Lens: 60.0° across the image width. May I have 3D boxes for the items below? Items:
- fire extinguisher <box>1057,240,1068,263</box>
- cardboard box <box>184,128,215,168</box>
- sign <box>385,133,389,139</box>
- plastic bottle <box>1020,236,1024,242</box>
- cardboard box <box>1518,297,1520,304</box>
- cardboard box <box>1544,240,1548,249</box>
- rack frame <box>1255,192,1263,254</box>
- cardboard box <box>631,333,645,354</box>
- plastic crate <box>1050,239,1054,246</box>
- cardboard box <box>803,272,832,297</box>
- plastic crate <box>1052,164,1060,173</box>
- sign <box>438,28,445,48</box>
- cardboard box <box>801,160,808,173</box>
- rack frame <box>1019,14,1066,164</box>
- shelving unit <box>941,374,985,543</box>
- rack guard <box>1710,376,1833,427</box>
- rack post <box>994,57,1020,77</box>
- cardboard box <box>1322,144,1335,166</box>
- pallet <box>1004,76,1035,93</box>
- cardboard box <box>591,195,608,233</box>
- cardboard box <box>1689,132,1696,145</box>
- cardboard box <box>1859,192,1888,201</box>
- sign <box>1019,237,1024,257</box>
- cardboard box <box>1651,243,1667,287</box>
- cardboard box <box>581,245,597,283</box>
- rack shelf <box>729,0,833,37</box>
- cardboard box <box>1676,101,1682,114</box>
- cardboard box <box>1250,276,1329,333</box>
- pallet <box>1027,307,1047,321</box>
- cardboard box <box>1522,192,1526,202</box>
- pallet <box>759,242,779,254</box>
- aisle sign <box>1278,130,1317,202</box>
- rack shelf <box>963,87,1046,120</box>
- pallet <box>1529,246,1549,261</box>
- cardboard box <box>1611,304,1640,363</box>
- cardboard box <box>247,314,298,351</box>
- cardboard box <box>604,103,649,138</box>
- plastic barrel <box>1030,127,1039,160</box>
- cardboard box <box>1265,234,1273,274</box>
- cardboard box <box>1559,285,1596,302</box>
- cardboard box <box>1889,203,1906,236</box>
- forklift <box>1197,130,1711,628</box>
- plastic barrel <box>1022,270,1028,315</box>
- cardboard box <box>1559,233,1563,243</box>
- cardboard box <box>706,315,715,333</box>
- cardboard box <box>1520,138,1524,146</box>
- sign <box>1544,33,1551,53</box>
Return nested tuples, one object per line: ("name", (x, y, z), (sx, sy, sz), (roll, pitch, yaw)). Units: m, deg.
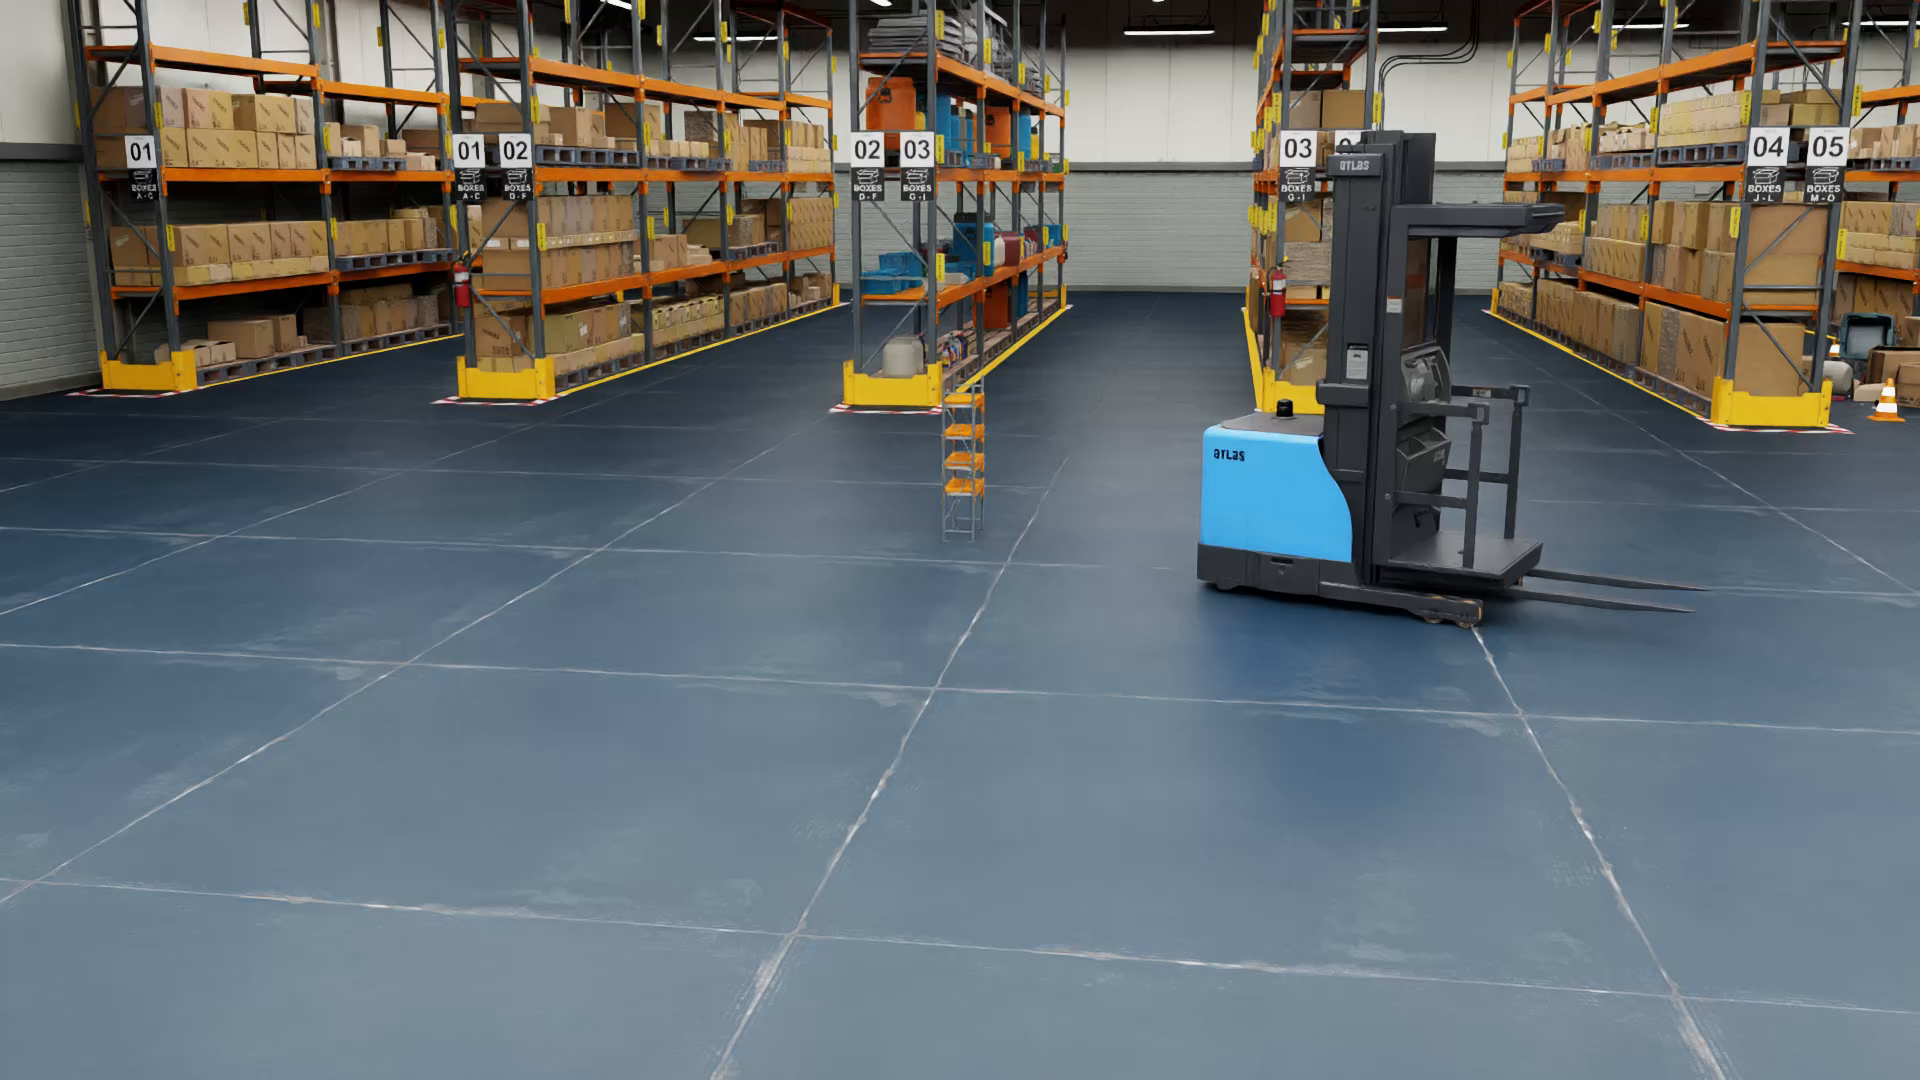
("fire extinguisher", (2.155, -6.237, 35.384), (0.296, 0.674, 0.183), (2, 12, 9))
("cardboard box", (-10.151, -5.128, 21.764), (0.500, 0.500, 0.500), (3, 12, 12))
("sign", (-9.884, -6.874, 28.734), (0.100, 0.325, 0.005), (2, 12, 9))
("plastic bottle", (1.107, -5.387, 30.485), (0.144, 0.351, 0.185), (2, 12, 9))
("cardboard box", (10.851, -4.570, 31.641), (0.380, 0.149, 0.250), (1, 12, 6))
("cardboard box", (10.136, -5.009, 28.216), (0.380, 0.149, 0.250), (2, 12, 8))
("rack frame", (5.962, -5.447, 30.651), (1.000, 3.000, 0.127), (2, 12, 9))
("cardboard box", (-4.912, -2.861, 24.181), (0.500, 0.250, 0.500), (2, 12, 9))
("plastic crate", (1.736, -6.165, 34.466), (0.396, 0.136, 0.243), (2, 12, 9))
("cardboard box", (-3.051, -5.474, 35.662), (0.500, 0.500, 0.500), (2, 12, 9))
("plastic crate", (1.813, -7.589, 33.970), (0.450, 0.188, 0.336), (2, 12, 9))
("sign", (-8.799, -8.509, 28.210), (0.100, 0.325, 0.005), (2, 12, 9))
("cardboard box", (-3.348, -7.463, 33.241), (0.500, 0.250, 0.500), (2, 12, 9))
("rack frame", (1.683, -9.373, 34.627), (1.000, 3.000, 0.127), (2, 12, 9))
("shelving unit", (0.025, -0.621, 12.527), (0.258, 1.200, 0.503), (2, 12, 9))
("rack guard", (8.998, -1.541, 18.456), (1.175, 0.500, 0.348), (2, 12, 9))
("rack post", (0.523, -7.823, 27.613), (0.954, 0.300, 0.937), (2, 12, 9))
("cardboard box", (4.446, -4.434, 19.186), (0.500, 0.250, 0.500), (2, 12, 10))
("pallet", (0.594, -7.569, 27.654), (1.213, 0.211, 1.003), (2, 12, 9))
("cardboard box", (-5.273, -4.485, 22.867), (0.700, 0.500, 0.500), (2, 12, 9))
("cardboard box", (8.991, -4.817, 19.966), (0.380, 0.149, 0.250), (2, 12, 9))
("cardboard box", (16.059, -6.038, 29.242), (0.380, 0.149, 0.250), (2, 12, 8))
("sign", (0.997, -4.839, 27.438), (0.100, 0.325, 0.005), (2, 12, 9))
("cardboard box", (9.572, -3.597, 21.706), (0.875, 0.550, 0.550), (2, 12, 9))
("cardboard box", (-5.352, -3.739, 22.487), (0.700, 0.500, 0.500), (2, 12, 10))
("rack shelf", (-3.519, -10.391, 33.169), (1.077, 0.370, 4.000), (2, 12, 9))
("cardboard box", (9.109, -5.364, 20.615), (0.380, 0.149, 0.250), (2, 12, 8))
("cardboard box", (5.473, -3.924, 27.630), (1.225, 0.875, 0.875), (1, 12, 6))
("pallet", (1.142, -4.399, 32.405), (1.003, 0.211, 1.213), (2, 12, 9))
("cardboard box", (10.819, -6.269, 31.147), (0.500, 0.500, 0.500), (2, 12, 10))
("pallet", (-4.057, -5.513, 31.408), (1.003, 0.211, 1.213), (2, 12, 9))
("aisle sign", (3.810, -4.217, 18.771), (0.394, 0.787, 0.004), (2, 12, 9))
("rack shelf", (0.760, -7.577, 28.949), (1.077, 0.370, 4.000), (2, 12, 9))
("pallet", (10.586, -5.018, 29.111), (1.003, 0.211, 1.213), (2, 12, 9))
("cardboard box", (9.623, -2.838, 22.886), (1.050, 0.750, 0.750), (2, 12, 8))
("cardboard box", (-10.072, -3.039, 24.366), (0.500, 0.500, 0.500), (1, 12, 4))
("cardboard box", (-4.923, -6.196, 24.583), (0.500, 0.500, 0.500), (2, 12, 9))
("plastic barrel", (1.128, -7.175, 30.103), (0.600, 0.588, 0.600), (0, 12, 0))
("cardboard box", (4.489, -3.782, 21.978), (0.875, 0.500, 0.500), (2, 12, 9))
("cardboard box", (10.145, -4.039, 27.273), (0.500, 0.250, 0.500), (2, 12, 9))
("cardboard box", (15.030, -5.055, 26.217), (0.500, 0.500, 0.500), (2, 12, 10))
("forklift", (3.090, -1.031, 10.322), (3.031, 2.935, 1.130), (7, 14, 31))
("plastic barrel", (0.967, -4.675, 31.049), (0.600, 0.901, 0.708), (2, 12, 9))
("cardboard box", (9.935, -4.889, 26.953), (0.380, 0.149, 0.250), (2, 12, 10))
("cardboard box", (-4.357, -3.573, 27.482), (0.500, 0.250, 0.500), (2, 12, 8))
("cardboard box", (10.909, -7.605, 31.763), (0.380, 0.149, 0.250), (2, 12, 10))
("sign", (10.314, -8.715, 29.168), (0.100, 0.325, 0.005), (2, 12, 9))
